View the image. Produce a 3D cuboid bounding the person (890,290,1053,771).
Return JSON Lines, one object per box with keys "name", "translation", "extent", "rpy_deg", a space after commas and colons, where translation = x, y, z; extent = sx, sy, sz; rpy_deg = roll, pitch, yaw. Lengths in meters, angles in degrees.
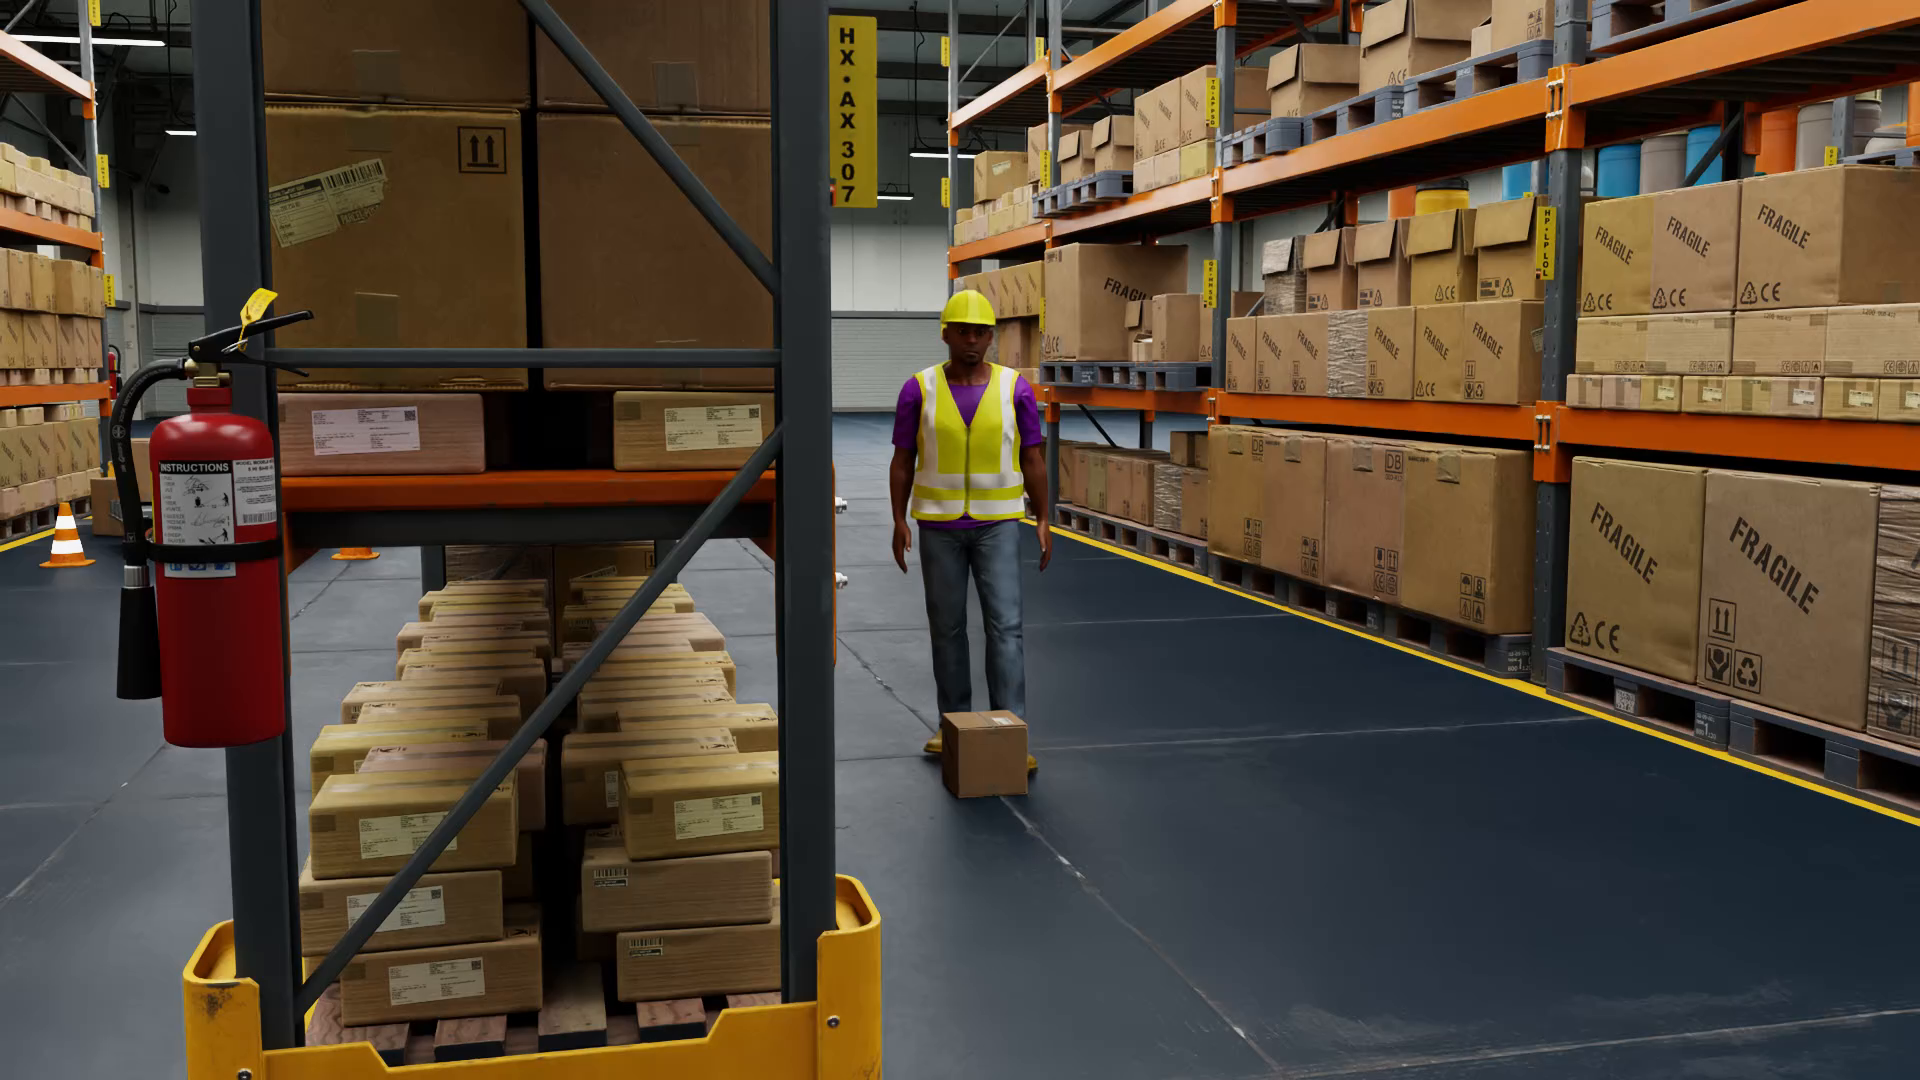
{"name": "person", "translation": [0.040, -0.048, 6.183], "extent": [0.621, 1.760, 0.643], "rpy_deg": [0, 6, 1]}
